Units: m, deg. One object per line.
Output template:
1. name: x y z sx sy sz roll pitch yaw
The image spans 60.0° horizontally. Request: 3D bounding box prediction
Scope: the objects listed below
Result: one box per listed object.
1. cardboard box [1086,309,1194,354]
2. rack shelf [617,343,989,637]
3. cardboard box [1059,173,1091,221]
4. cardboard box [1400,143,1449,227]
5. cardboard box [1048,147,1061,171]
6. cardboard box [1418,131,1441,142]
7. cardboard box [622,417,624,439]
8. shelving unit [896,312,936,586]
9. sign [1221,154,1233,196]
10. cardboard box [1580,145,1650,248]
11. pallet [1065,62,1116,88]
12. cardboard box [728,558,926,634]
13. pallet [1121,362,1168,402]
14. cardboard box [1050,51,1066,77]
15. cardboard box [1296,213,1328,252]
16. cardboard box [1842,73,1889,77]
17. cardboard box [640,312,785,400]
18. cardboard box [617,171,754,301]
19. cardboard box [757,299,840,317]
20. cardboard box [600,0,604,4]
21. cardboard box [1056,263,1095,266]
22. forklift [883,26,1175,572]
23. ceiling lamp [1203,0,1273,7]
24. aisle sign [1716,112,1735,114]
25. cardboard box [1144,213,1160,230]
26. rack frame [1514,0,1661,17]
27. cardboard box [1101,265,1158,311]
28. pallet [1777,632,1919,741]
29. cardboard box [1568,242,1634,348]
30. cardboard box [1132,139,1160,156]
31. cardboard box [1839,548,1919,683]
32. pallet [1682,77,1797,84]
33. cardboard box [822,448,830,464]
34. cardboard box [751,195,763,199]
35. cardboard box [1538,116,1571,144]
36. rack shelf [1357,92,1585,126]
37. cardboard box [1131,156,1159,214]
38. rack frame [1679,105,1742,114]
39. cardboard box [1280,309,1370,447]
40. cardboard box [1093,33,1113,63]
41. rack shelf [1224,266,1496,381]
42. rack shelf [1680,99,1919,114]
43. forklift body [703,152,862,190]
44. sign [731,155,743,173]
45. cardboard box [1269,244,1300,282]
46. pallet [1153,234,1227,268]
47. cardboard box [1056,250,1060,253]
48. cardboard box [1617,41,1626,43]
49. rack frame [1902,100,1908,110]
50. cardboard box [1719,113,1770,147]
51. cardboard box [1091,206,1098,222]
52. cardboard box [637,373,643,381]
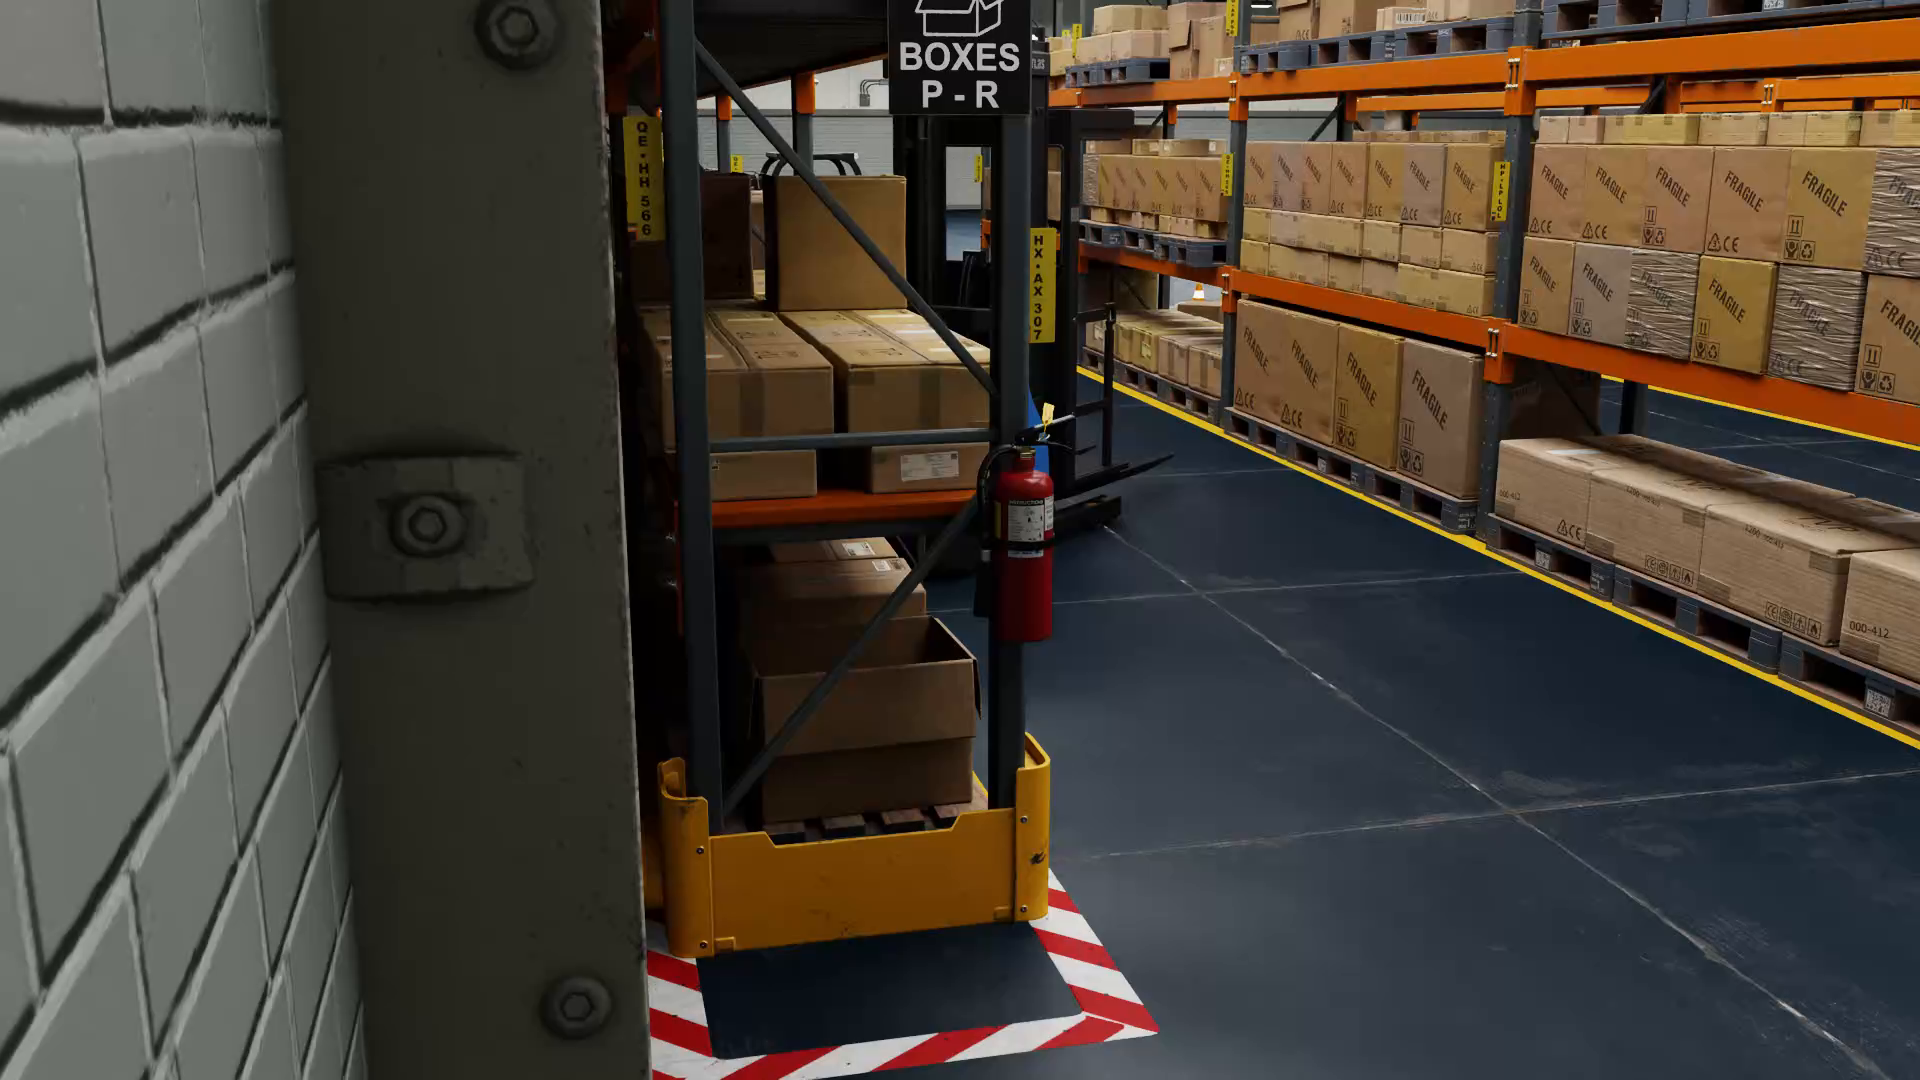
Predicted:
1. cardboard box: 1.829 -2.130 16.978 0.950 0.372 0.625 -3 14 -12
2. rack shelf: -0.772 -0.390 6.717 1.077 0.370 4.000 -3 14 -13
3. cardboard box: 1.357 -3.605 17.526 0.500 0.500 0.500 -4 14 -15
4. cardboard box: 3.105 -2.220 10.377 0.500 0.500 0.500 -3 14 -12
5. cardboard box: 1.410 -4.468 18.949 0.700 0.500 0.500 -3 14 -14
6. cardboard box: 6.071 -4.682 20.178 0.875 0.550 0.500 -3 14 -13
7. cardboard box: -1.675 -0.635 9.219 0.380 0.149 0.250 -3 14 -13
8. shelving unit: -0.448 -0.489 8.606 0.431 1.500 0.755 -1 16 -16
9. sign: 2.118 -2.892 13.173 0.100 0.325 0.005 -3 14 -13
10. cardboard box: 3.571 -1.772 8.543 0.500 0.500 0.500 -3 14 -14
11. pallet: 1.745 -4.541 16.270 1.213 0.211 1.003 -3 14 -13
12. cardboard box: -0.517 0.387 6.406 0.700 0.500 0.500 -3 14 -11
13. pallet: 2.178 -1.507 15.652 1.003 0.211 1.213 -3 14 -13
14. cardboard box: 1.219 -5.056 17.669 0.500 0.250 0.500 -4 14 -14
15. cardboard box: 2.747 -2.205 11.896 0.500 0.250 0.500 -3 14 -13
16. cardboard box: 7.431 -3.944 13.220 0.500 0.500 0.500 -3 14 -13
17. cardboard box: -0.900 -0.674 6.056 0.500 0.250 0.500 -3 14 -11
18. cardboard box: -1.150 -1.278 6.947 0.500 0.500 0.500 -4 14 -15
19. cardboard box: -0.528 -0.819 6.648 0.500 0.250 0.500 -4 14 -15
20. cardboard box: -1.399 -2.597 7.604 0.500 0.250 0.500 -4 14 -14
21. cardboard box: 1.183 -2.795 18.375 0.500 0.500 0.500 -3 14 -12
22. forklift: 0.350 -1.546 10.081 1.130 2.935 3.031 9 16 33
23. ceiling lamp: 7.752 -16.607 46.643 2.000 3.185 0.800 -3 14 -13
24. aisle sign: 10.674 -6.093 23.067 0.394 0.787 0.004 -3 14 -13
25. cardboard box: 1.896 -2.898 15.114 0.380 0.149 0.250 -4 14 -15
26. rack frame: 3.582 -4.392 8.945 1.000 3.000 0.127 -3 14 -13
27. cardboard box: 1.827 -2.707 18.017 0.500 0.500 0.500 -3 14 -11
28. pallet: 4.258 0.619 6.948 1.003 0.211 1.213 -3 14 -13
29. cardboard box: 3.552 -1.287 8.666 0.500 0.500 0.500 -3 14 -13
30. cardboard box: 1.826 -3.663 15.510 0.380 0.149 0.250 -2 14 -10
31. cardboard box: 4.270 0.339 6.734 0.875 0.438 0.875 -4 14 -15
32. pallet: 7.228 -4.211 14.921 1.213 0.211 1.003 -3 14 -11
33. cardboard box: -0.313 -0.362 5.616 0.380 0.149 0.250 -3 14 -14
34. cardboard box: -1.259 -1.697 9.456 0.700 0.500 0.500 -3 14 -13
35. cardboard box: 3.404 -2.240 9.092 0.380 0.149 0.250 -3 14 -14
36. rack shelf: 6.022 -5.192 20.053 1.077 0.370 4.000 -3 14 -13
37. cardboard box: 1.887 -3.248 15.180 0.500 0.500 0.500 -4 14 -15
38. rack frame: 10.397 -4.799 23.249 1.000 3.000 0.127 -3 14 -13
39. cardboard box: 2.930 -1.203 12.122 0.875 0.875 0.875 -3 14 -13
40. cardboard box: 1.571 -4.638 15.701 0.500 0.250 0.500 -3 14 -14
41. rack shelf: 3.113 -1.590 11.630 1.077 0.370 4.000 -3 14 -13
42. rack shelf: 10.867 -5.445 21.089 1.077 0.370 4.000 -3 14 -13
43. forklift body: -1.841 -3.221 18.578 2.313 2.155 1.214 -3 14 -13
44. sign: -1.656 -2.680 12.302 0.100 0.325 0.005 -3 14 -13
45. cardboard box: 2.651 -2.084 12.451 0.500 0.250 0.500 -4 14 -15
46. pallet: 2.372 -2.466 14.105 1.213 0.211 1.003 -3 14 -13
47. cardboard box: 1.357 -3.543 20.070 0.380 0.149 0.250 -3 14 -12
48. cardboard box: 6.995 -4.987 16.920 0.500 0.250 0.500 -3 14 -14
49. rack frame: 11.336 -3.876 19.472 1.000 3.000 0.127 -3 14 -13
50. cardboard box: 3.744 -1.888 7.649 0.380 0.149 0.250 -3 14 -13
51. cardboard box: 1.526 -3.260 16.597 0.380 0.149 0.250 -3 14 -12
52. cardboard box: -1.053 -0.570 6.468 0.380 0.149 0.250 -3 14 -13
